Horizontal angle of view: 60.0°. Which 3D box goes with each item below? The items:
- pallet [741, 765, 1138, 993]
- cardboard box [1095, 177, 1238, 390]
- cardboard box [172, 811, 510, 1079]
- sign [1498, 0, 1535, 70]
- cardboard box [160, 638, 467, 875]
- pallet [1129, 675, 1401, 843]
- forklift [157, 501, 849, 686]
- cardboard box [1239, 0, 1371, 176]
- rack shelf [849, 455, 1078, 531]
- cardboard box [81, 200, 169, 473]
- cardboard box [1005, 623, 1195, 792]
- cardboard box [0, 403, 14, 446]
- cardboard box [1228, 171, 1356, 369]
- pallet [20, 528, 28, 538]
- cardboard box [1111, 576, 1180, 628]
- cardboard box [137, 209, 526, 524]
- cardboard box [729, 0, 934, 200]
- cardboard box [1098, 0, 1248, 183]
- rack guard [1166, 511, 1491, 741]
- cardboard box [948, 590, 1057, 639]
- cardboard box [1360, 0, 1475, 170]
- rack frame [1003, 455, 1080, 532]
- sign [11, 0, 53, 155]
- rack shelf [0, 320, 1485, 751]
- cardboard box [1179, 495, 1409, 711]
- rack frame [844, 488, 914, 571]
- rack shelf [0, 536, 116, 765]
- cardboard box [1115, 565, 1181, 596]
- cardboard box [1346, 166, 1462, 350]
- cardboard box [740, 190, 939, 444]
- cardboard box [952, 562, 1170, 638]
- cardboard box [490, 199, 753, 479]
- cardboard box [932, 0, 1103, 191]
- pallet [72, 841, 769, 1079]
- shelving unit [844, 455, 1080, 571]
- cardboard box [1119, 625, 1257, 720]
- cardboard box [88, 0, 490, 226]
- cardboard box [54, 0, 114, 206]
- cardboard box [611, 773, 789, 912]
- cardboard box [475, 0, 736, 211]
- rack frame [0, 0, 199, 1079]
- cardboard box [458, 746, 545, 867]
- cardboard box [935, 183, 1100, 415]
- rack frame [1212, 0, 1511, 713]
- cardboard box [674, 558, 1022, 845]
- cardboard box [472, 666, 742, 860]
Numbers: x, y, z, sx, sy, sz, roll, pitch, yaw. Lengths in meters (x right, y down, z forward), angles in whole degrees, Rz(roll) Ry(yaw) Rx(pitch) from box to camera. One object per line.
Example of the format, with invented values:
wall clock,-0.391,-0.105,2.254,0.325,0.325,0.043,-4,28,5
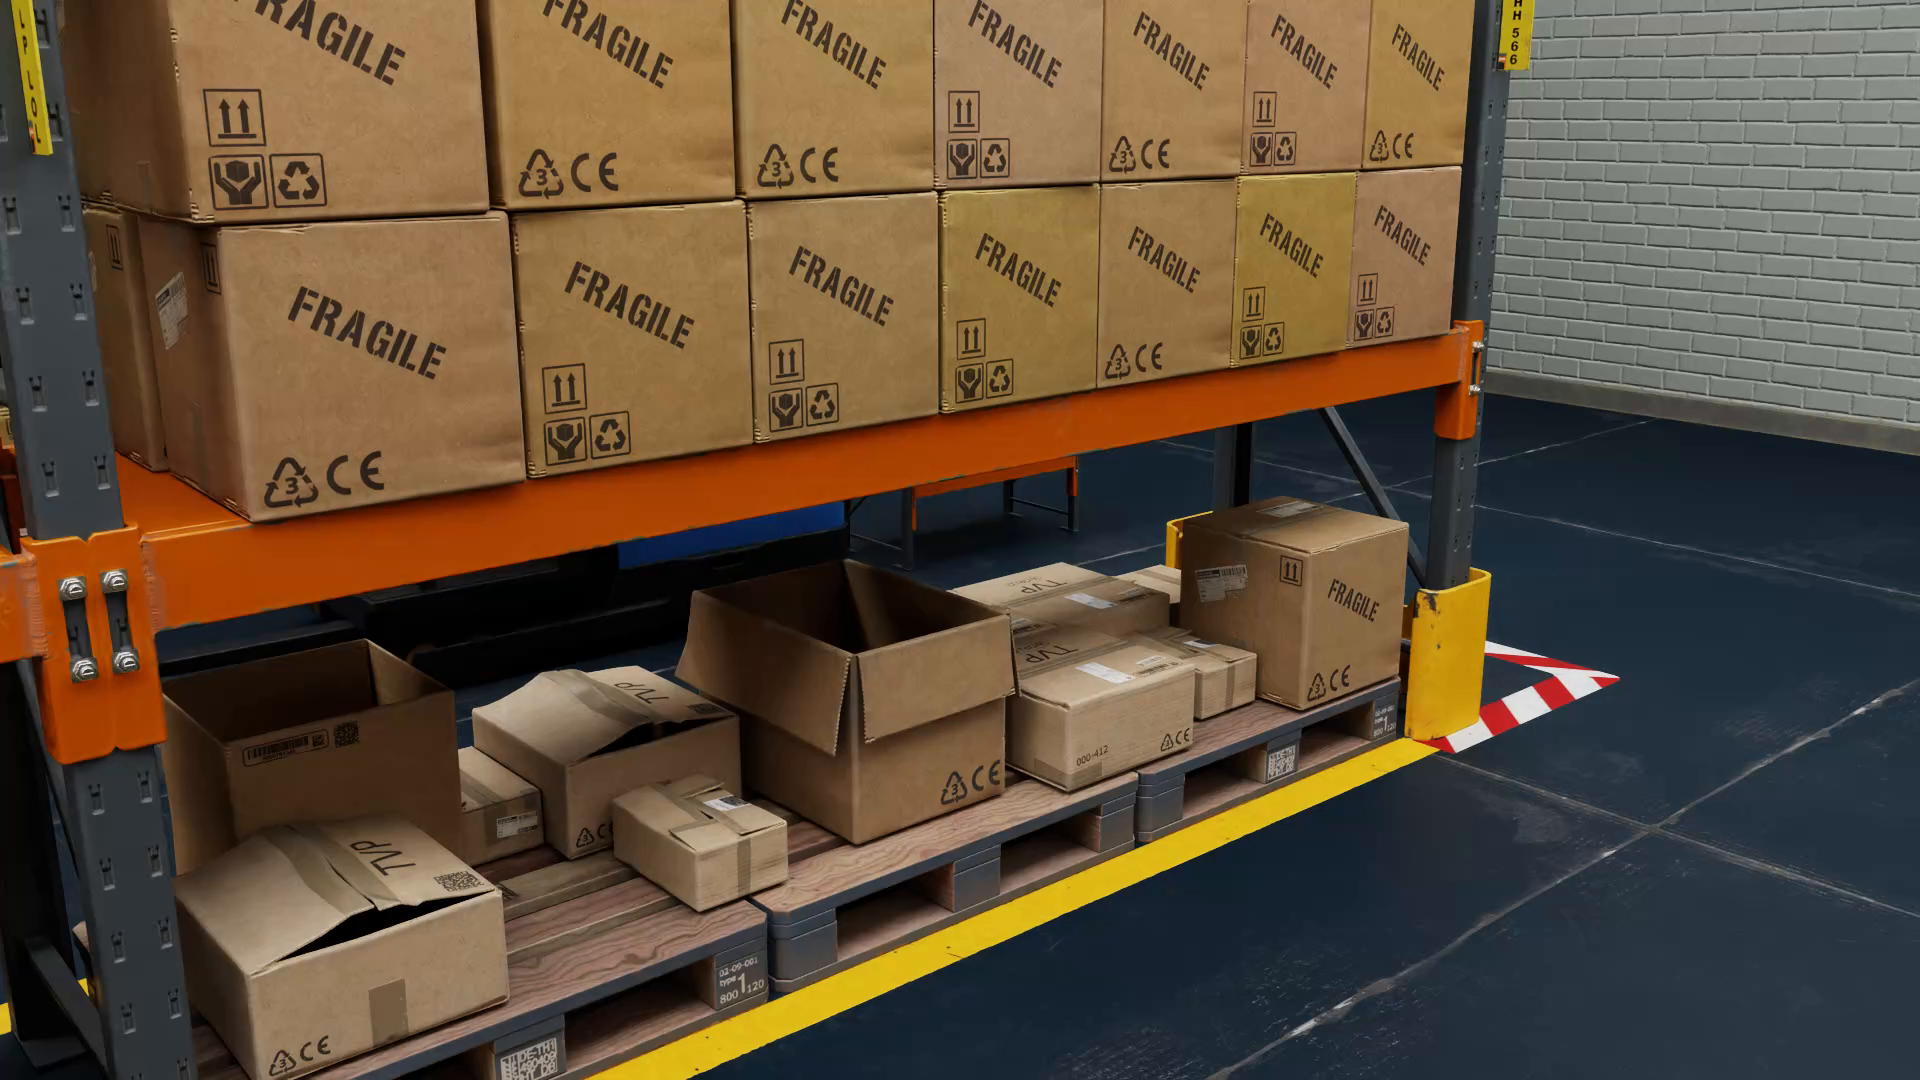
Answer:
pallet,-0.284,0.748,4.541,1.213,0.211,1.003,-13,19,-39
cardboard box,0.366,-0.700,4.366,0.500,0.500,0.500,-12,19,-39
cardboard box,-1.265,0.782,3.367,0.500,0.311,0.500,-13,19,-39
sign,1.643,-1.554,4.897,0.005,0.325,0.100,-13,19,-39
cardboard box,-1.480,0.568,3.802,0.500,0.500,0.500,-13,19,-39
pallet,0.636,0.543,5.310,1.213,0.211,1.003,-13,19,-39
forklift,-1.930,-1.042,5.972,3.031,2.935,1.130,-11,19,-37
cardboard box,0.758,-1.270,4.559,0.500,0.500,0.500,-12,19,-38
rack shelf,0.005,-0.308,7.672,1.000,0.278,0.538,-13,19,-39
cardboard box,-1.515,-0.458,3.459,0.500,0.500,0.500,-12,19,-38
cardboard box,0.309,0.458,4.698,0.500,0.250,0.500,-13,19,-39
cardboard box,-4.346,-0.341,7.244,0.500,0.500,0.700,-12,19,-39
cardboard box,0.746,-0.784,4.678,0.500,0.500,0.500,-12,19,-39
pallet,-4.353,-0.005,7.361,1.213,0.211,1.003,-13,19,-39
cardboard box,0.564,0.250,5.640,0.250,0.166,0.380,-13,19,-39
cardboard box,-1.160,-0.357,3.080,0.500,0.500,0.500,-12,19,-38
cardboard box,-0.406,-1.006,3.573,0.500,0.500,0.500,-13,20,-41
cardboard box,0.370,-1.181,4.227,0.500,0.500,0.500,-12,19,-38
rack guard,1.237,0.268,5.779,0.348,0.500,1.175,-13,19,-39
cardboard box,-0.057,0.369,5.031,0.500,0.250,0.500,-13,19,-39
cardboard box,1.139,-1.355,4.880,0.500,0.500,0.500,-13,20,-40
rack frame,0.389,-0.631,7.932,0.032,1.125,0.500,-13,19,-39
sign,-1.356,-0.727,2.416,0.005,0.325,0.100,-13,19,-39
rack shelf,-0.215,-0.267,4.329,4.000,0.370,1.077,-13,19,-39
cardboard box,1.046,0.182,5.246,0.500,0.500,0.500,-13,19,-39
rack frame,-0.378,-0.458,7.287,0.032,1.125,0.500,-13,19,-39
rack shelf,-3.232,0.411,1.792,4.000,0.370,1.077,-13,19,-39
cardboard box,0.753,0.216,5.801,0.250,0.149,0.380,-13,19,-39
cardboard box,1.135,-0.872,5.010,0.500,0.500,0.500,-12,19,-38
cardboard box,-0.397,-0.529,3.722,0.500,0.500,0.500,-13,20,-40
cardboard box,0.321,0.285,5.348,0.500,0.250,0.500,-13,19,-39
cardboard box,-0.776,-0.444,3.407,0.500,0.500,0.500,-12,19,-38
cardboard box,-0.017,-1.094,3.901,0.500,0.500,0.500,-12,19,-38
pallet,-1.205,0.956,3.763,1.213,0.211,1.003,-13,19,-39
shelving unit,0.005,-0.545,7.609,1.048,1.125,0.538,-13,19,-39
cardboard box,0.681,0.395,5.098,0.250,0.166,0.380,-13,19,-39
cardboard box,-1.183,-0.832,2.920,0.500,0.500,0.500,-12,19,-38
cardboard box,-1.512,-0.943,3.335,0.500,0.500,0.500,-13,19,-39
cardboard box,-0.619,0.704,3.941,0.250,0.166,0.380,-13,19,-39
cardboard box,-0.794,-0.919,3.247,0.500,0.500,0.500,-13,20,-41
rack frame,-1.723,-0.275,2.968,0.127,3.000,1.000,-13,19,-39
cardboard box,-1.236,0.663,4.129,0.250,0.149,0.380,-13,19,-39
cardboard box,-0.014,-0.615,4.046,0.500,0.500,0.500,-13,20,-40
rack frame,1.294,-0.953,5.505,0.127,3.000,1.000,-13,19,-39
cardboard box,-0.309,0.399,4.429,0.637,0.503,0.797,-13,19,-39
cardboard box,-0.914,0.532,4.302,0.500,0.311,0.500,-13,19,-39
